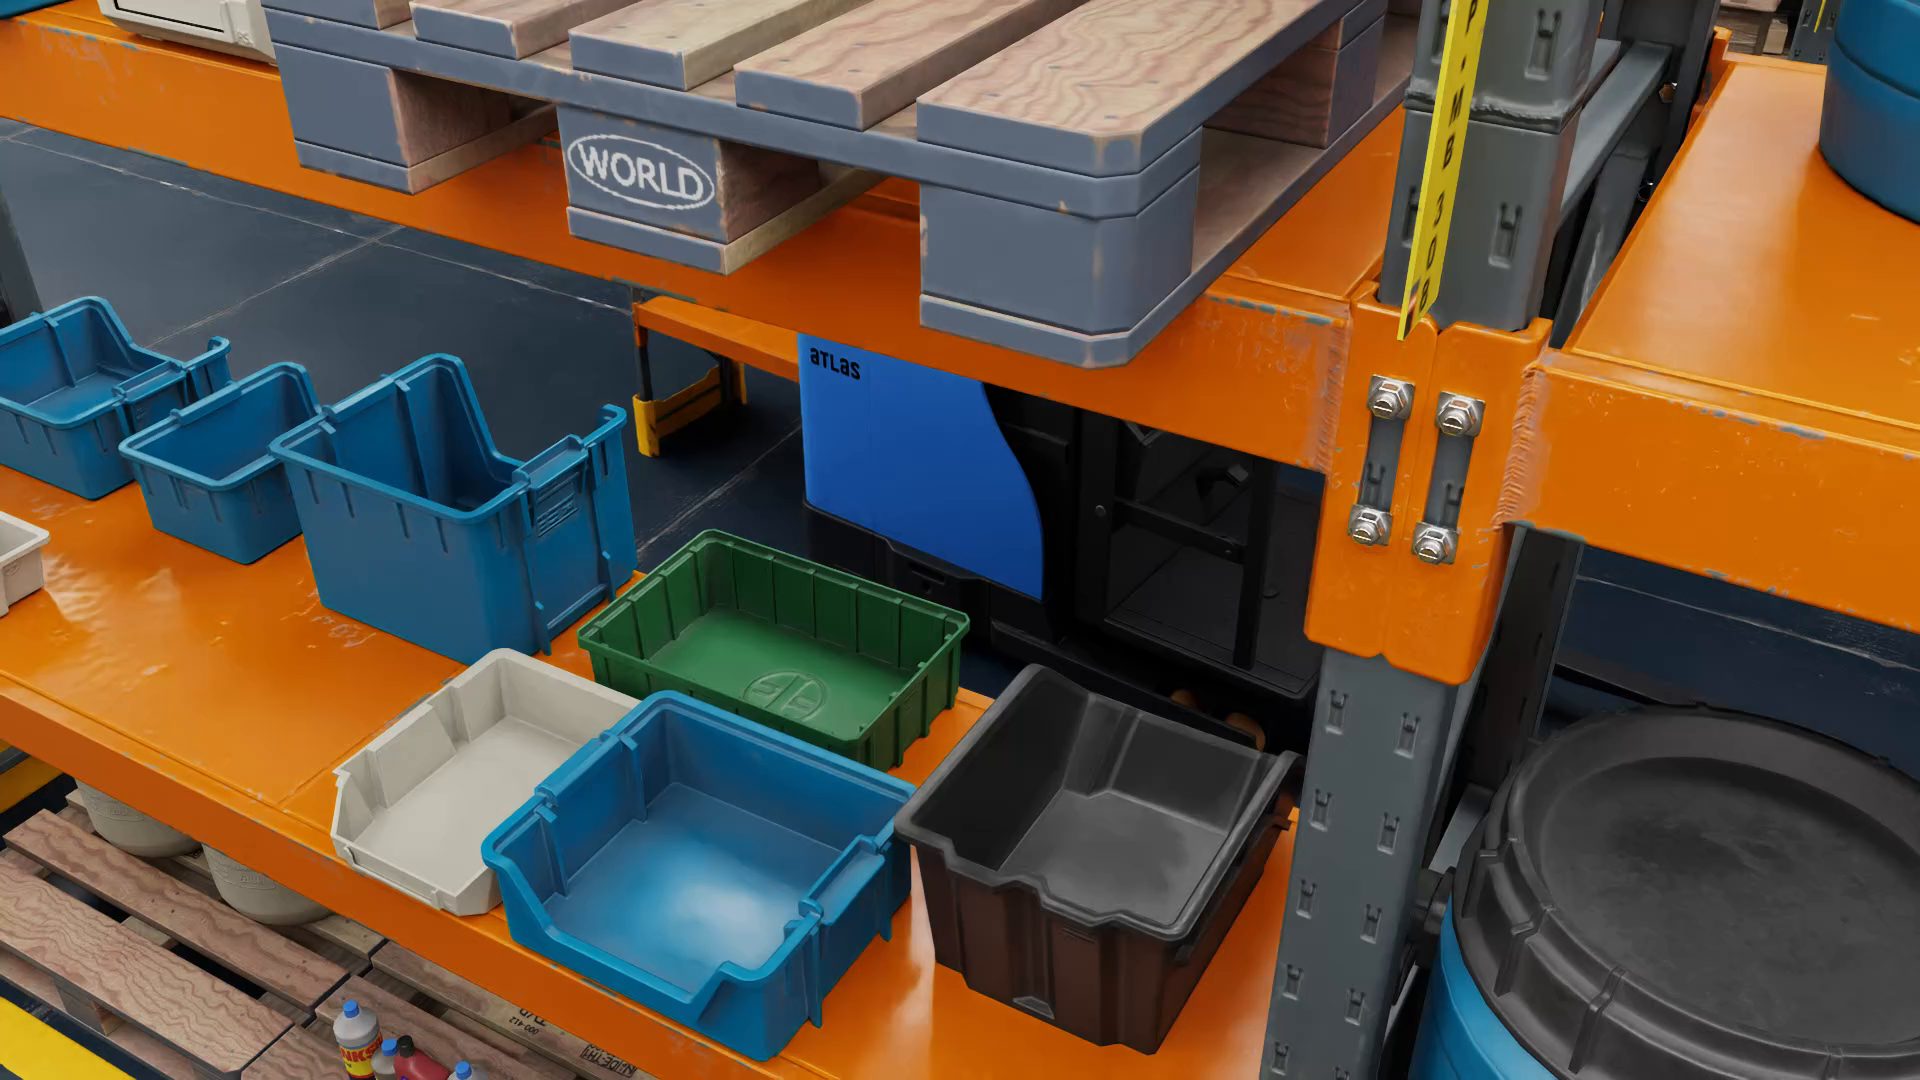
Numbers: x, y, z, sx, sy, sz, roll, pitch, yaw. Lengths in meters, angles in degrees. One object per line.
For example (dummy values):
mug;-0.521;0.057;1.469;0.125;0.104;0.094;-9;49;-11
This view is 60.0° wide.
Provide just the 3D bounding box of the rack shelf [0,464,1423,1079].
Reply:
rack shelf;-1.068;0.419;3.564;4.000;0.370;1.077;18;37;24

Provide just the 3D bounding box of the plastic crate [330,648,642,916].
plastic crate;-0.867;0.454;3.099;0.437;0.136;0.530;18;37;24

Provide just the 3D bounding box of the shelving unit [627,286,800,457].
shelving unit;-0.709;-0.942;6.311;1.083;1.500;0.587;22;39;29

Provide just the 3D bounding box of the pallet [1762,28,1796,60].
pallet;4.983;-3.105;10.723;1.213;0.211;1.003;18;37;24

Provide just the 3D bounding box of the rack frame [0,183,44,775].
rack frame;-2.805;-0.431;4.191;0.127;3.000;1.000;18;37;24

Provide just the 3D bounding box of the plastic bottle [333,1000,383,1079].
plastic bottle;-1.385;1.170;3.851;0.097;0.271;0.097;0;34;0

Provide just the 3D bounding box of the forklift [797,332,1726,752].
forklift;0.930;-0.848;4.879;3.031;2.935;1.130;22;39;29

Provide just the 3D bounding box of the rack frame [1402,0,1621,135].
rack frame;0.668;-1.828;0.876;0.127;3.000;1.000;18;37;24

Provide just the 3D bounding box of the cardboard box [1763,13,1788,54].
cardboard box;5.105;-3.235;10.561;0.250;0.166;0.380;13;36;18

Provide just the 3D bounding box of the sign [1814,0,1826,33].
sign;2.855;-1.839;5.453;0.005;0.325;0.100;18;37;24

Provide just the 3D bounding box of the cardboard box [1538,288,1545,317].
cardboard box;2.190;-1.221;6.803;0.500;0.500;0.500;18;37;24

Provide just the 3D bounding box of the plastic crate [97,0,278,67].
plastic crate;-0.926;-0.716;2.151;0.396;0.136;0.243;18;37;24

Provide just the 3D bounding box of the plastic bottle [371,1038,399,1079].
plastic bottle;-1.295;1.228;3.828;0.097;0.201;0.097;0;34;0

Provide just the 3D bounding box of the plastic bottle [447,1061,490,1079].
plastic bottle;-1.088;1.264;3.709;0.097;0.271;0.097;0;34;0

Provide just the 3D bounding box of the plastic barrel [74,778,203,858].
plastic barrel;-2.195;0.574;4.547;0.421;0.512;0.421;0;34;0

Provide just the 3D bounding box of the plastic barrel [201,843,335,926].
plastic barrel;-1.760;0.712;4.340;0.421;0.512;0.421;0;34;0

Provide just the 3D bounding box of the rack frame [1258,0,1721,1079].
rack frame;0.668;0.669;2.539;0.127;3.000;1.000;18;37;24

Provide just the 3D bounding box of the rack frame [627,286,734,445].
rack frame;-1.129;-1.109;6.563;0.032;1.500;0.500;22;39;29

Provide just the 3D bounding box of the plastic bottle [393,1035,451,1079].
plastic bottle;-1.198;1.236;3.741;0.133;0.283;0.061;18;38;25

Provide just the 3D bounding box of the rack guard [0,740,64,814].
rack guard;-2.715;0.608;4.886;0.348;0.500;1.175;18;37;24

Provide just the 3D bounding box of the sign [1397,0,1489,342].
sign;0.386;-0.321;1.312;0.005;0.325;0.100;18;37;24

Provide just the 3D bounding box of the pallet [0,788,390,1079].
pallet;-2.013;0.954;4.627;1.213;0.211;1.003;18;37;24

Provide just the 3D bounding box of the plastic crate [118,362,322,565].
plastic crate;-1.661;-0.194;3.969;0.408;0.251;0.499;18;37;24

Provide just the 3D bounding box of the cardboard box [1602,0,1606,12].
cardboard box;2.280;-2.016;6.481;0.500;0.500;0.700;17;37;24

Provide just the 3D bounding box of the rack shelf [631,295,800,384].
rack shelf;-0.716;-0.795;6.415;1.000;0.185;0.538;22;39;29

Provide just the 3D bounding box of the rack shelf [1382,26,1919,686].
rack shelf;2.405;0.270;1.081;4.000;0.370;1.077;18;37;24

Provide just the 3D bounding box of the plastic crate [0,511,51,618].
plastic crate;-2.187;0.080;3.662;0.250;0.136;0.298;18;37;24

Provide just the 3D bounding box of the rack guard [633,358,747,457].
rack guard;-1.113;-0.583;6.900;0.087;0.250;0.587;22;39;29

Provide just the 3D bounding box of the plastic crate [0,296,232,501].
plastic crate;-2.222;-0.375;4.242;0.616;0.251;0.499;18;37;24

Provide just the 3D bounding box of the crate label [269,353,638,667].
crate label;-1.072;-0.070;3.616;0.616;0.435;0.502;18;37;24

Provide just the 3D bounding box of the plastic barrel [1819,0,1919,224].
plastic barrel;1.217;-0.753;1.515;0.708;0.901;0.600;18;37;24

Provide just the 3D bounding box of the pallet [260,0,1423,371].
pallet;-0.007;-0.652;1.987;1.003;0.211;1.213;18;37;24

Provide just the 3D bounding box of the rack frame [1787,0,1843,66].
rack frame;3.129;-1.713;6.117;0.127;3.000;1.000;18;37;24

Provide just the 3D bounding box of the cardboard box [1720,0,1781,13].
cardboard box;2.787;-1.997;5.867;0.250;0.149;0.380;18;37;24

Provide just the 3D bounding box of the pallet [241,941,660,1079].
pallet;-0.958;1.290;4.122;1.213;0.211;1.003;18;37;24

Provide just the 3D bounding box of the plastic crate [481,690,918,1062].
plastic crate;-0.427;0.557;2.841;0.616;0.251;0.499;18;37;24

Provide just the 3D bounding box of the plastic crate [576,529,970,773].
plastic crate;-0.370;0.248;3.362;0.662;0.188;0.450;18;37;24

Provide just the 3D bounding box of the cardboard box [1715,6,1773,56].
cardboard box;2.741;-1.874;6.268;0.500;0.500;0.700;17;37;23

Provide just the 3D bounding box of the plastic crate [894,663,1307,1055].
plastic crate;0.277;0.490;2.864;0.504;0.338;0.767;18;37;24

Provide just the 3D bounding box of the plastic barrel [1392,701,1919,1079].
plastic barrel;0.853;0.713;2.021;0.708;0.901;0.600;18;37;24

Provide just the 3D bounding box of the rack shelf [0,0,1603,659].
rack shelf;-1.068;-0.830;2.733;4.000;0.370;1.077;18;37;24
